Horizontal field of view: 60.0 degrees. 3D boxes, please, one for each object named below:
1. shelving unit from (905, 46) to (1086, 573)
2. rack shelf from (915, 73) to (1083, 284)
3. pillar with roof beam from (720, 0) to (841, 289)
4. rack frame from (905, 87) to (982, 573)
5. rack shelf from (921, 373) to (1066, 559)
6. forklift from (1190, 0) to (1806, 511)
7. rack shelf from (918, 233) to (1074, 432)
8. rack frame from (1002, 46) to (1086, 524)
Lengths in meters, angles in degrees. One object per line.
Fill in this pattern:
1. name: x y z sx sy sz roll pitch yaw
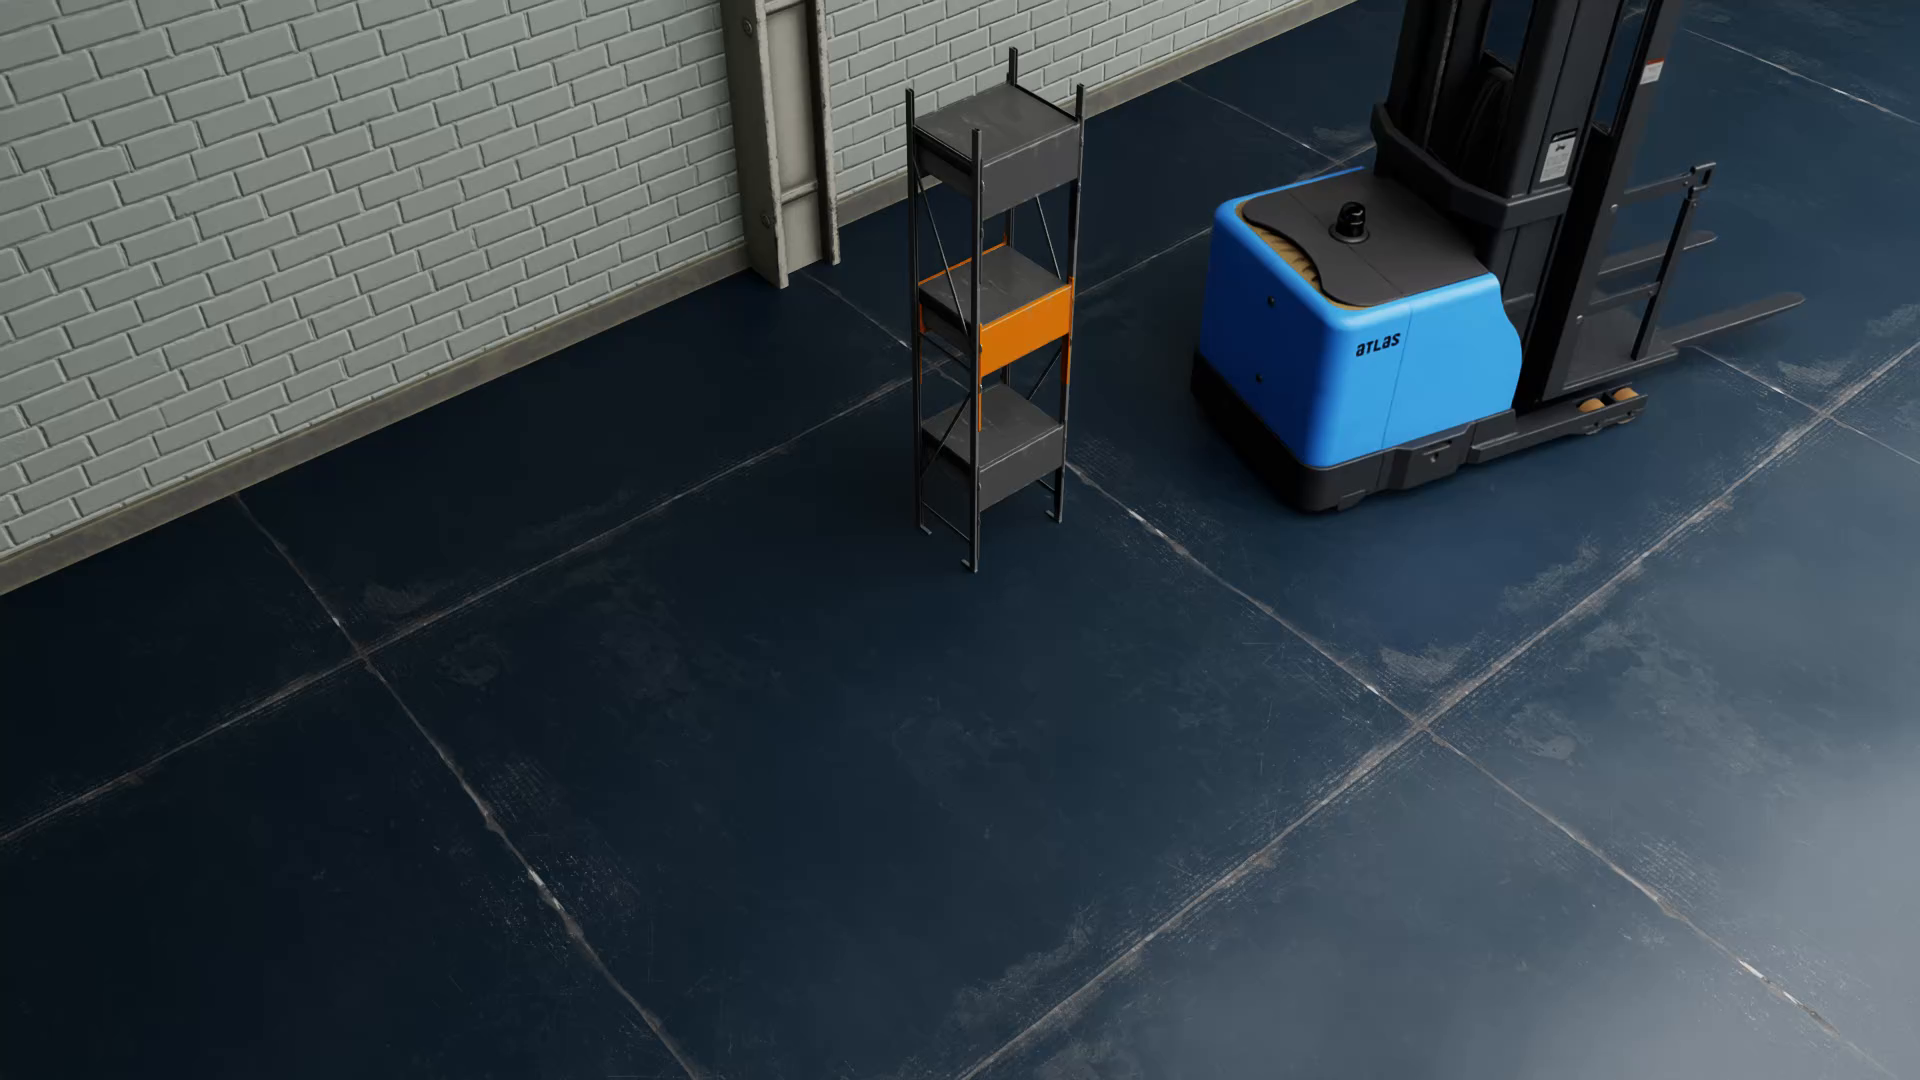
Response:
1. shelving unit: 0.127 -0.838 6.609 0.503 2.100 0.431 -30 51 -28
2. rack shelf: 0.127 -1.338 6.139 0.480 0.518 0.431 -30 51 -28
3. pillar with roof beam: 1.881 -2.490 3.328 0.400 9.000 9.100 -30 51 -28
4. rack frame: -0.060 -0.731 6.494 0.015 2.100 0.400 -30 51 -28
5. rack shelf: 0.127 -0.318 7.097 0.480 0.518 0.431 -30 51 -28
6. forklift: 2.657 -1.874 7.104 3.031 2.935 1.130 -17 46 -18
7. rack shelf: 0.127 -0.828 6.618 0.480 0.518 0.431 -30 51 -28
8. rack frame: 0.314 -0.945 6.723 0.015 2.100 0.400 -30 51 -28
